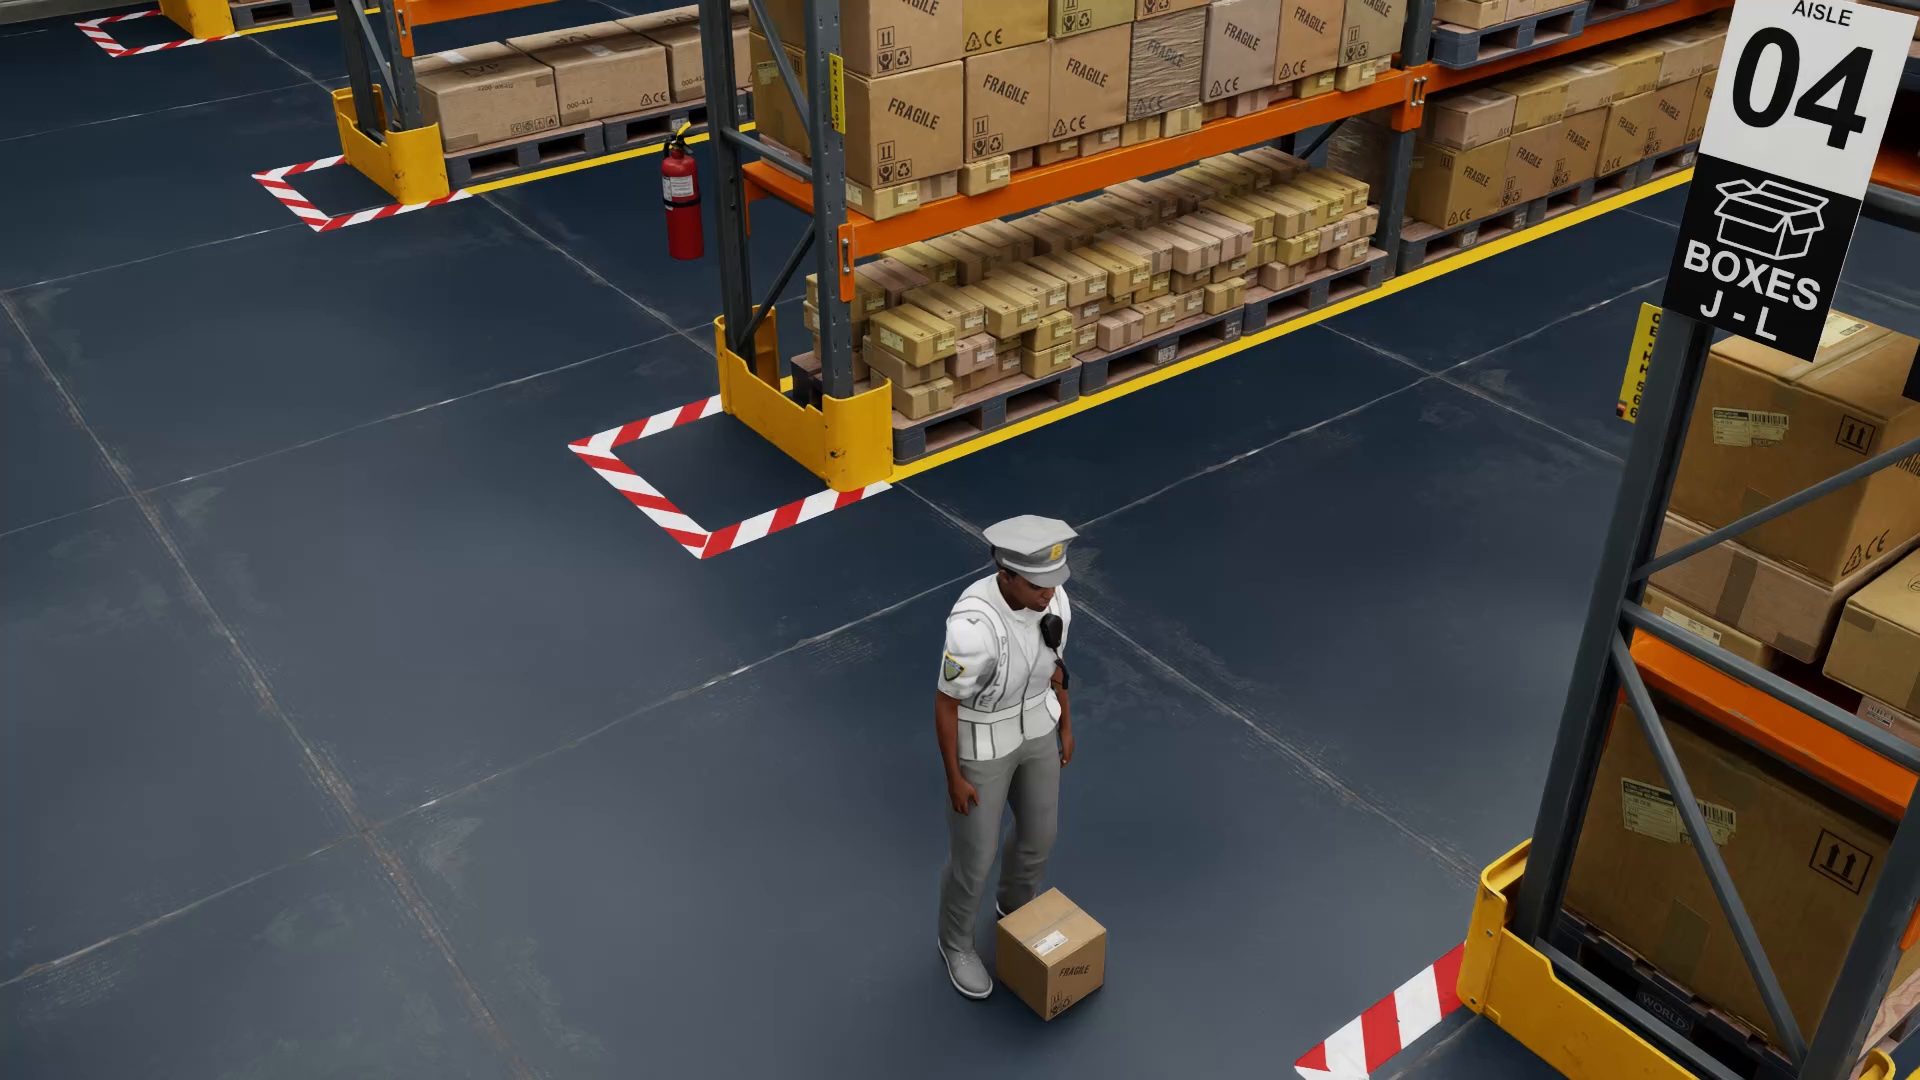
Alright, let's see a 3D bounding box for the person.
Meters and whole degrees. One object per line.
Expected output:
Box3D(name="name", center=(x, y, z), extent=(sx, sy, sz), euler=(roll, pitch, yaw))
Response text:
Box3D(name="person", center=(0.138, 0.641, 5.125), extent=(0.506, 1.660, 0.393), euler=(-22, 39, -31))
